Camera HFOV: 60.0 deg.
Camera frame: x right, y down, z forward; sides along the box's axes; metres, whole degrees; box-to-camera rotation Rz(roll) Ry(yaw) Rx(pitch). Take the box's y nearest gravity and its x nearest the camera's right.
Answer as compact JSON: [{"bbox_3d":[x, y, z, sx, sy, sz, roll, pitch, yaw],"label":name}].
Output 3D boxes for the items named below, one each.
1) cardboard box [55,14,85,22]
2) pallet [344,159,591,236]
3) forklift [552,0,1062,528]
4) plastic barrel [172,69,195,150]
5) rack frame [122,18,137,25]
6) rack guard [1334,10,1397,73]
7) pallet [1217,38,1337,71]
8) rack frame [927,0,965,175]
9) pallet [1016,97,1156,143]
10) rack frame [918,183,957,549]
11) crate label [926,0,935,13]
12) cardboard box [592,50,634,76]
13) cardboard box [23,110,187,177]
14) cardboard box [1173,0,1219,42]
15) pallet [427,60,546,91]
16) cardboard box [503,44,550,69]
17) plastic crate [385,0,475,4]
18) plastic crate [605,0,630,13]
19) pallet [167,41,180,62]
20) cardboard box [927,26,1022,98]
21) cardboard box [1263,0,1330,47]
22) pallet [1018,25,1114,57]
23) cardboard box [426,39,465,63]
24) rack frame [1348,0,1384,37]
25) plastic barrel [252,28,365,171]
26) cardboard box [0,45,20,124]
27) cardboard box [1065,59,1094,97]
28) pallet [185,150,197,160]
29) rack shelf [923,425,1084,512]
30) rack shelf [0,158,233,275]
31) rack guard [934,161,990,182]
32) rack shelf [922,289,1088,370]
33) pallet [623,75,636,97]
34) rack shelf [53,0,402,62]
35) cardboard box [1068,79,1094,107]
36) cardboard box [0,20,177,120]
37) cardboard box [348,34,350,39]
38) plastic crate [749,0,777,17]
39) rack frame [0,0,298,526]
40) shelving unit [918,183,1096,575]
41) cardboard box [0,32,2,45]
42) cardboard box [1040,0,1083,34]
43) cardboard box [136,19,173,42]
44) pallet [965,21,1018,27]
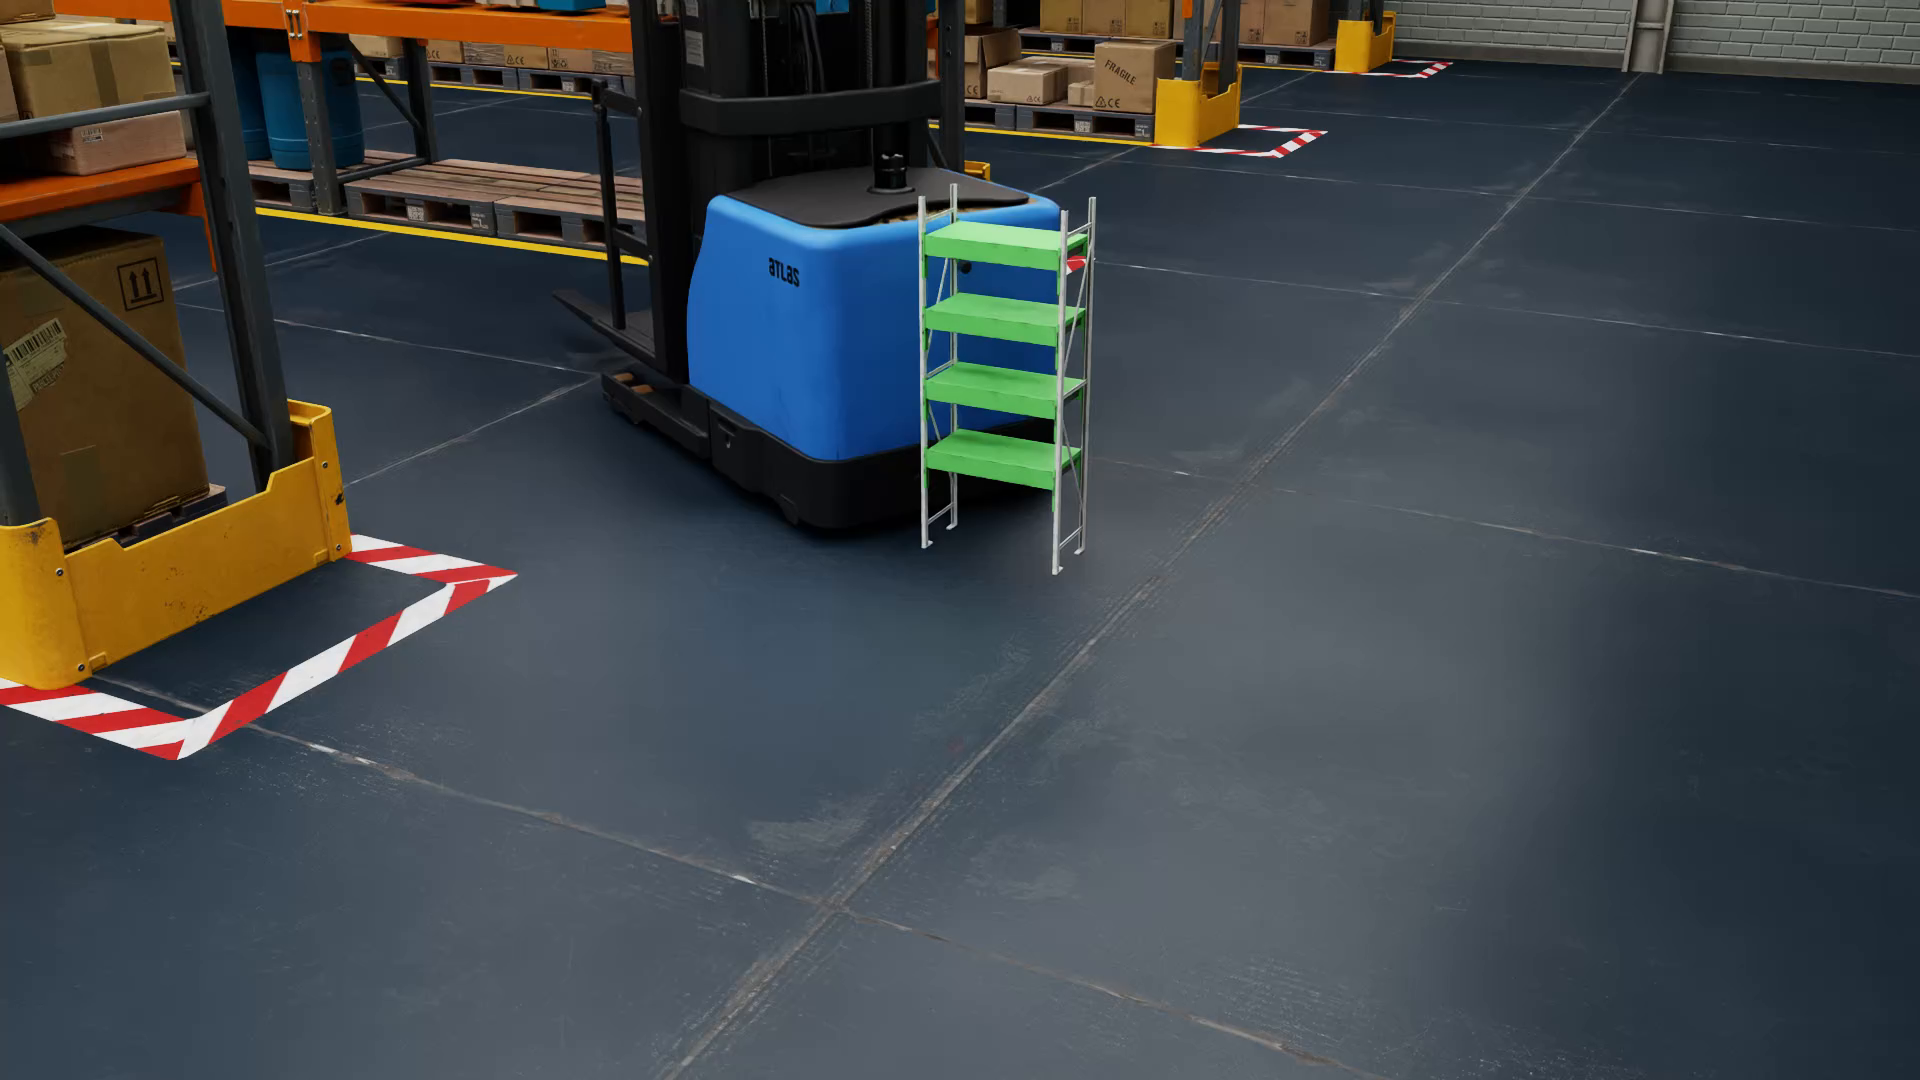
[{"bbox_3d":[-9.675,-5.785,18.496,0.500,0.250,0.500,11,25,25],"label":"cardboard box"},{"bbox_3d":[-3.146,-2.218,10.696,1.213,0.211,1.003,11,25,25],"label":"pallet"},{"bbox_3d":[-0.852,-1.914,6.506,1.130,2.935,3.031,-14,27,-30],"label":"forklift"},{"bbox_3d":[-5.393,-3.024,11.670,0.421,0.512,0.421,0,23,0],"label":"plastic barrel"},{"bbox_3d":[-8.721,-6.759,17.811,0.127,3.000,1.000,11,25,25],"label":"rack frame"},{"bbox_3d":[4.242,-5.217,17.378,0.348,0.500,1.175,11,25,25],"label":"rack guard"},{"bbox_3d":[3.471,-5.202,17.712,1.213,0.211,1.003,11,25,25],"label":"pallet"},{"bbox_3d":[-0.250,-2.911,8.762,0.127,3.000,1.000,11,25,25],"label":"rack frame"},{"bbox_3d":[1.209,-3.511,13.736,1.213,0.211,1.003,11,25,25],"label":"pallet"},{"bbox_3d":[-0.070,-0.566,5.548,0.015,1.200,0.240,11,25,25],"label":"rack frame"},{"bbox_3d":[-0.322,-3.020,9.156,0.303,0.233,0.416,11,25,25],"label":"crate label"},{"bbox_3d":[-3.036,-4.565,15.283,0.500,0.500,0.500,12,26,25],"label":"cardboard box"},{"bbox_3d":[-2.653,-1.244,5.162,0.250,0.149,0.380,12,26,25],"label":"cardboard box"},{"bbox_3d":[2.655,-5.680,17.930,0.500,0.500,0.700,10,25,23],"label":"cardboard box"},{"bbox_3d":[-4.502,-4.625,16.355,1.213,0.211,1.003,11,25,25],"label":"pallet"},{"bbox_3d":[-3.959,-4.744,15.705,0.500,0.500,0.500,11,25,24],"label":"cardboard box"},{"bbox_3d":[-3.136,-3.429,9.822,0.583,0.464,0.402,11,25,25],"label":"plastic crate"},{"bbox_3d":[-1.844,-3.041,9.328,0.250,0.136,0.298,11,25,25],"label":"plastic crate"},{"bbox_3d":[-8.046,-5.360,18.083,1.213,0.211,1.003,11,25,25],"label":"pallet"},{"bbox_3d":[0.098,-4.070,14.116,0.637,0.503,0.797,11,25,25],"label":"cardboard box"},{"bbox_3d":[3.550,-5.503,17.514,0.500,0.500,0.700,11,25,25],"label":"cardboard box"},{"bbox_3d":[1.294,-5.633,18.725,1.213,0.211,1.003,11,25,25],"label":"pallet"},{"bbox_3d":[-4.874,-4.925,16.130,0.500,0.500,0.500,12,26,27],"label":"cardboard box"},{"bbox_3d":[4.220,-6.371,16.898,0.127,3.000,1.000,11,25,25],"label":"rack frame"},{"bbox_3d":[-4.297,-2.947,10.992,0.708,0.901,0.600,11,25,25],"label":"plastic barrel"},{"bbox_3d":[-3.037,-1.242,4.649,0.500,0.250,0.500,11,25,24],"label":"cardboard box"},{"bbox_3d":[1.185,-3.861,13.947,0.500,0.250,0.500,11,25,25],"label":"cardboard box"},{"bbox_3d":[-5.582,-2.700,11.829,1.213,0.211,1.003,11,25,25],"label":"pallet"},{"bbox_3d":[0.148,-0.243,5.565,0.480,0.148,0.258,11,25,25],"label":"rack shelf"},{"bbox_3d":[-4.269,-1.203,5.666,4.000,0.370,1.077,11,25,25],"label":"rack shelf"},{"bbox_3d":[-0.223,-1.761,9.252,0.348,0.500,1.175,11,25,25],"label":"rack guard"},{"bbox_3d":[0.148,-0.685,5.378,0.480,0.148,0.258,11,25,25],"label":"rack shelf"},{"bbox_3d":[-2.324,-4.194,15.342,1.213,0.211,1.003,11,25,25],"label":"pallet"},{"bbox_3d":[-5.604,-3.640,11.394,4.000,0.370,1.077,11,25,25],"label":"rack shelf"},{"bbox_3d":[1.071,-3.652,13.563,0.250,0.166,0.380,11,25,25],"label":"cardboard box"},{"bbox_3d":[-2.791,-1.428,5.087,0.500,0.250,0.500,10,25,23],"label":"cardboard box"},{"bbox_3d":[-6.192,-5.078,16.836,0.500,0.250,0.500,11,25,24],"label":"cardboard box"},{"bbox_3d":[-1.059,-2.898,8.992,0.243,0.136,0.396,11,25,25],"label":"plastic crate"},{"bbox_3d":[-2.485,-1.181,4.695,0.127,3.000,1.000,11,25,25],"label":"rack frame"},{"bbox_3d":[0.148,-0.523,5.446,0.503,1.200,0.258,11,25,25],"label":"shelving unit"},{"bbox_3d":[-3.038,-1.588,4.506,0.500,0.500,0.500,12,26,25],"label":"cardboard box"},{"bbox_3d":[1.272,-5.953,18.572,0.500,0.500,0.700,12,26,25],"label":"cardboard box"},{"bbox_3d":[-8.472,-5.530,17.896,0.500,0.250,0.500,11,25,23],"label":"cardboard box"},{"bbox_3d":[-0.072,-5.904,19.364,1.213,0.211,1.003,11,25,25],"label":"pallet"}]
